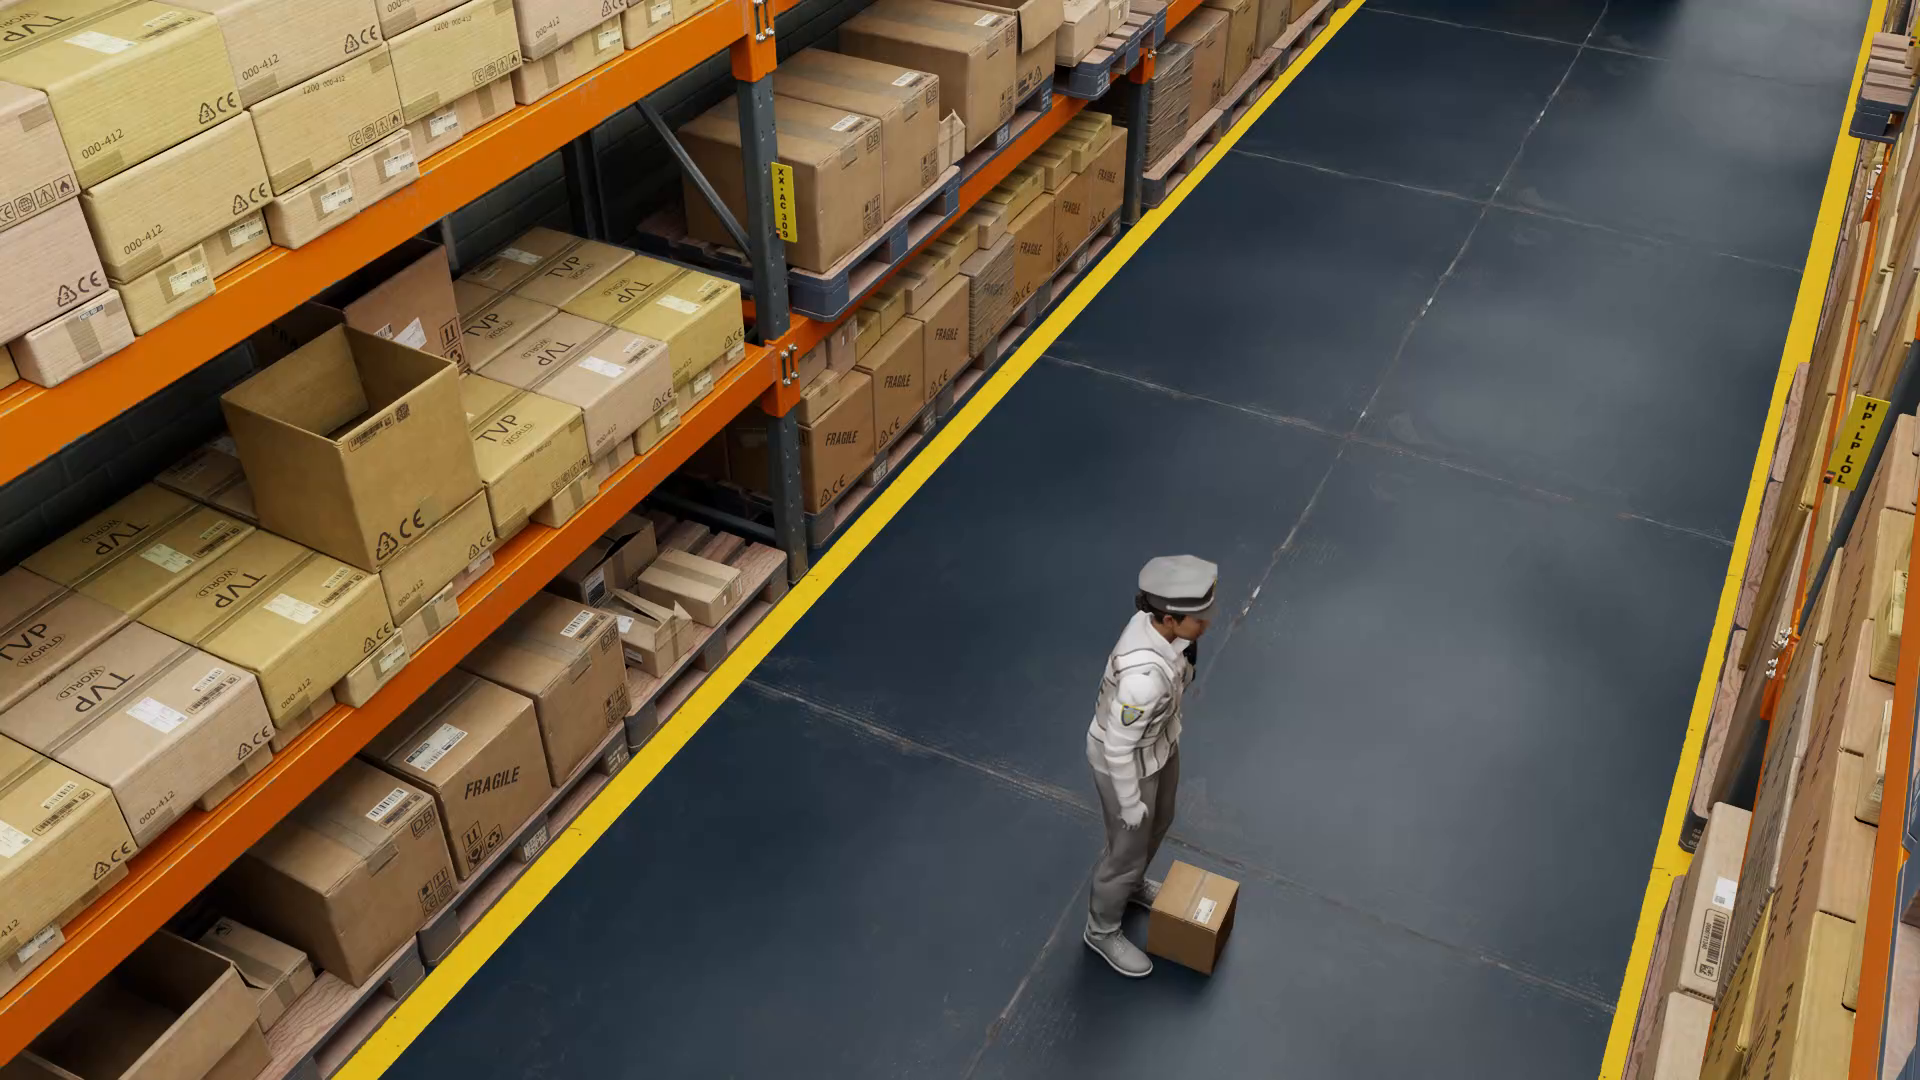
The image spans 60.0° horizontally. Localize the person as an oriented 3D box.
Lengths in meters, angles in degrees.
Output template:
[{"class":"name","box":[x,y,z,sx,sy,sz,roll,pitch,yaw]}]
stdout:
[{"class":"person","box":[0.623,0.771,5.668,0.359,1.664,0.469,15,41,19]}]
